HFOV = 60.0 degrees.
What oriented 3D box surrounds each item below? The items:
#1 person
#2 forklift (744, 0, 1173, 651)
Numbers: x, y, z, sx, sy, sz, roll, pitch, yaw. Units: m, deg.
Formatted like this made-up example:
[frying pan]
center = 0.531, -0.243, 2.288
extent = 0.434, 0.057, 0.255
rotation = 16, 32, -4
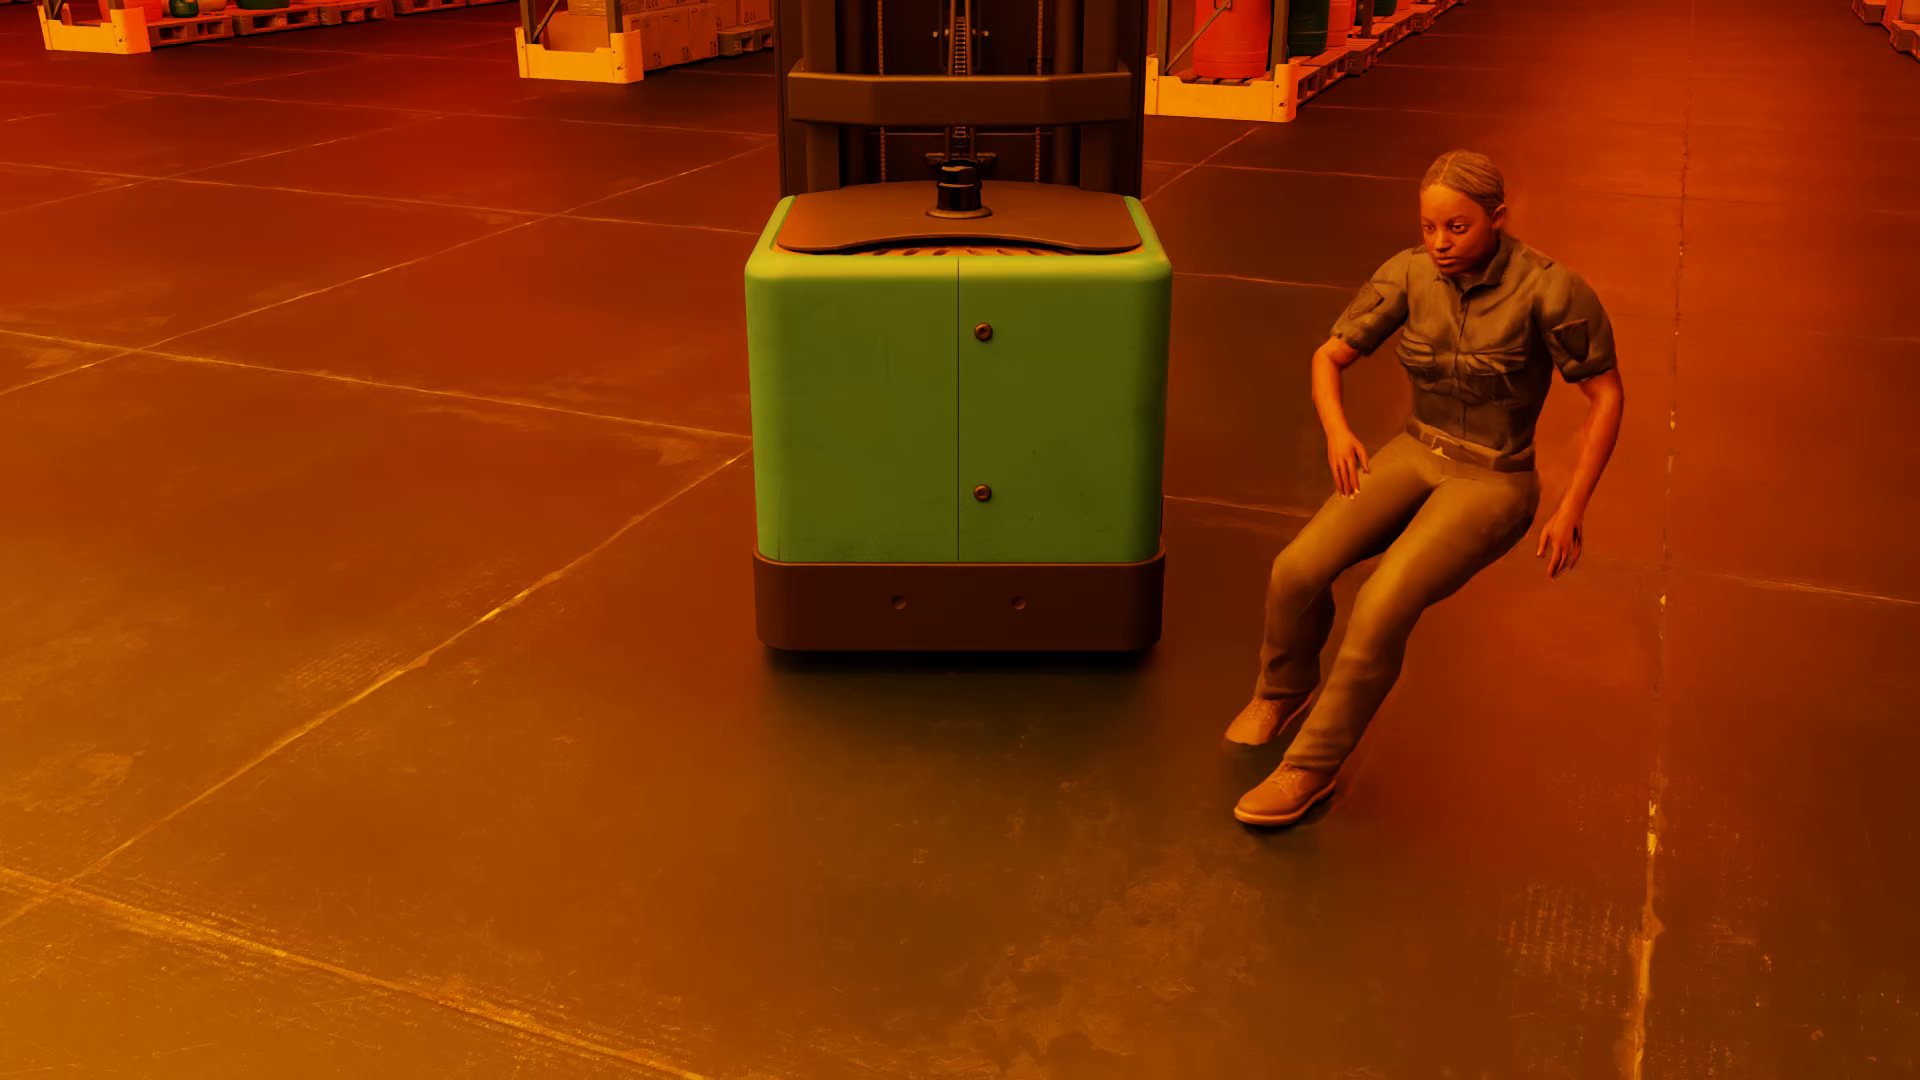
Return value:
[person]
center = 0.936, -0.085, 3.586
extent = 0.686, 1.436, 0.846
rotation = 20, 30, 39
[forklift]
center = 0.002, -1.587, 5.089
extent = 1.130, 2.935, 3.031
rotation = 0, 23, 0
